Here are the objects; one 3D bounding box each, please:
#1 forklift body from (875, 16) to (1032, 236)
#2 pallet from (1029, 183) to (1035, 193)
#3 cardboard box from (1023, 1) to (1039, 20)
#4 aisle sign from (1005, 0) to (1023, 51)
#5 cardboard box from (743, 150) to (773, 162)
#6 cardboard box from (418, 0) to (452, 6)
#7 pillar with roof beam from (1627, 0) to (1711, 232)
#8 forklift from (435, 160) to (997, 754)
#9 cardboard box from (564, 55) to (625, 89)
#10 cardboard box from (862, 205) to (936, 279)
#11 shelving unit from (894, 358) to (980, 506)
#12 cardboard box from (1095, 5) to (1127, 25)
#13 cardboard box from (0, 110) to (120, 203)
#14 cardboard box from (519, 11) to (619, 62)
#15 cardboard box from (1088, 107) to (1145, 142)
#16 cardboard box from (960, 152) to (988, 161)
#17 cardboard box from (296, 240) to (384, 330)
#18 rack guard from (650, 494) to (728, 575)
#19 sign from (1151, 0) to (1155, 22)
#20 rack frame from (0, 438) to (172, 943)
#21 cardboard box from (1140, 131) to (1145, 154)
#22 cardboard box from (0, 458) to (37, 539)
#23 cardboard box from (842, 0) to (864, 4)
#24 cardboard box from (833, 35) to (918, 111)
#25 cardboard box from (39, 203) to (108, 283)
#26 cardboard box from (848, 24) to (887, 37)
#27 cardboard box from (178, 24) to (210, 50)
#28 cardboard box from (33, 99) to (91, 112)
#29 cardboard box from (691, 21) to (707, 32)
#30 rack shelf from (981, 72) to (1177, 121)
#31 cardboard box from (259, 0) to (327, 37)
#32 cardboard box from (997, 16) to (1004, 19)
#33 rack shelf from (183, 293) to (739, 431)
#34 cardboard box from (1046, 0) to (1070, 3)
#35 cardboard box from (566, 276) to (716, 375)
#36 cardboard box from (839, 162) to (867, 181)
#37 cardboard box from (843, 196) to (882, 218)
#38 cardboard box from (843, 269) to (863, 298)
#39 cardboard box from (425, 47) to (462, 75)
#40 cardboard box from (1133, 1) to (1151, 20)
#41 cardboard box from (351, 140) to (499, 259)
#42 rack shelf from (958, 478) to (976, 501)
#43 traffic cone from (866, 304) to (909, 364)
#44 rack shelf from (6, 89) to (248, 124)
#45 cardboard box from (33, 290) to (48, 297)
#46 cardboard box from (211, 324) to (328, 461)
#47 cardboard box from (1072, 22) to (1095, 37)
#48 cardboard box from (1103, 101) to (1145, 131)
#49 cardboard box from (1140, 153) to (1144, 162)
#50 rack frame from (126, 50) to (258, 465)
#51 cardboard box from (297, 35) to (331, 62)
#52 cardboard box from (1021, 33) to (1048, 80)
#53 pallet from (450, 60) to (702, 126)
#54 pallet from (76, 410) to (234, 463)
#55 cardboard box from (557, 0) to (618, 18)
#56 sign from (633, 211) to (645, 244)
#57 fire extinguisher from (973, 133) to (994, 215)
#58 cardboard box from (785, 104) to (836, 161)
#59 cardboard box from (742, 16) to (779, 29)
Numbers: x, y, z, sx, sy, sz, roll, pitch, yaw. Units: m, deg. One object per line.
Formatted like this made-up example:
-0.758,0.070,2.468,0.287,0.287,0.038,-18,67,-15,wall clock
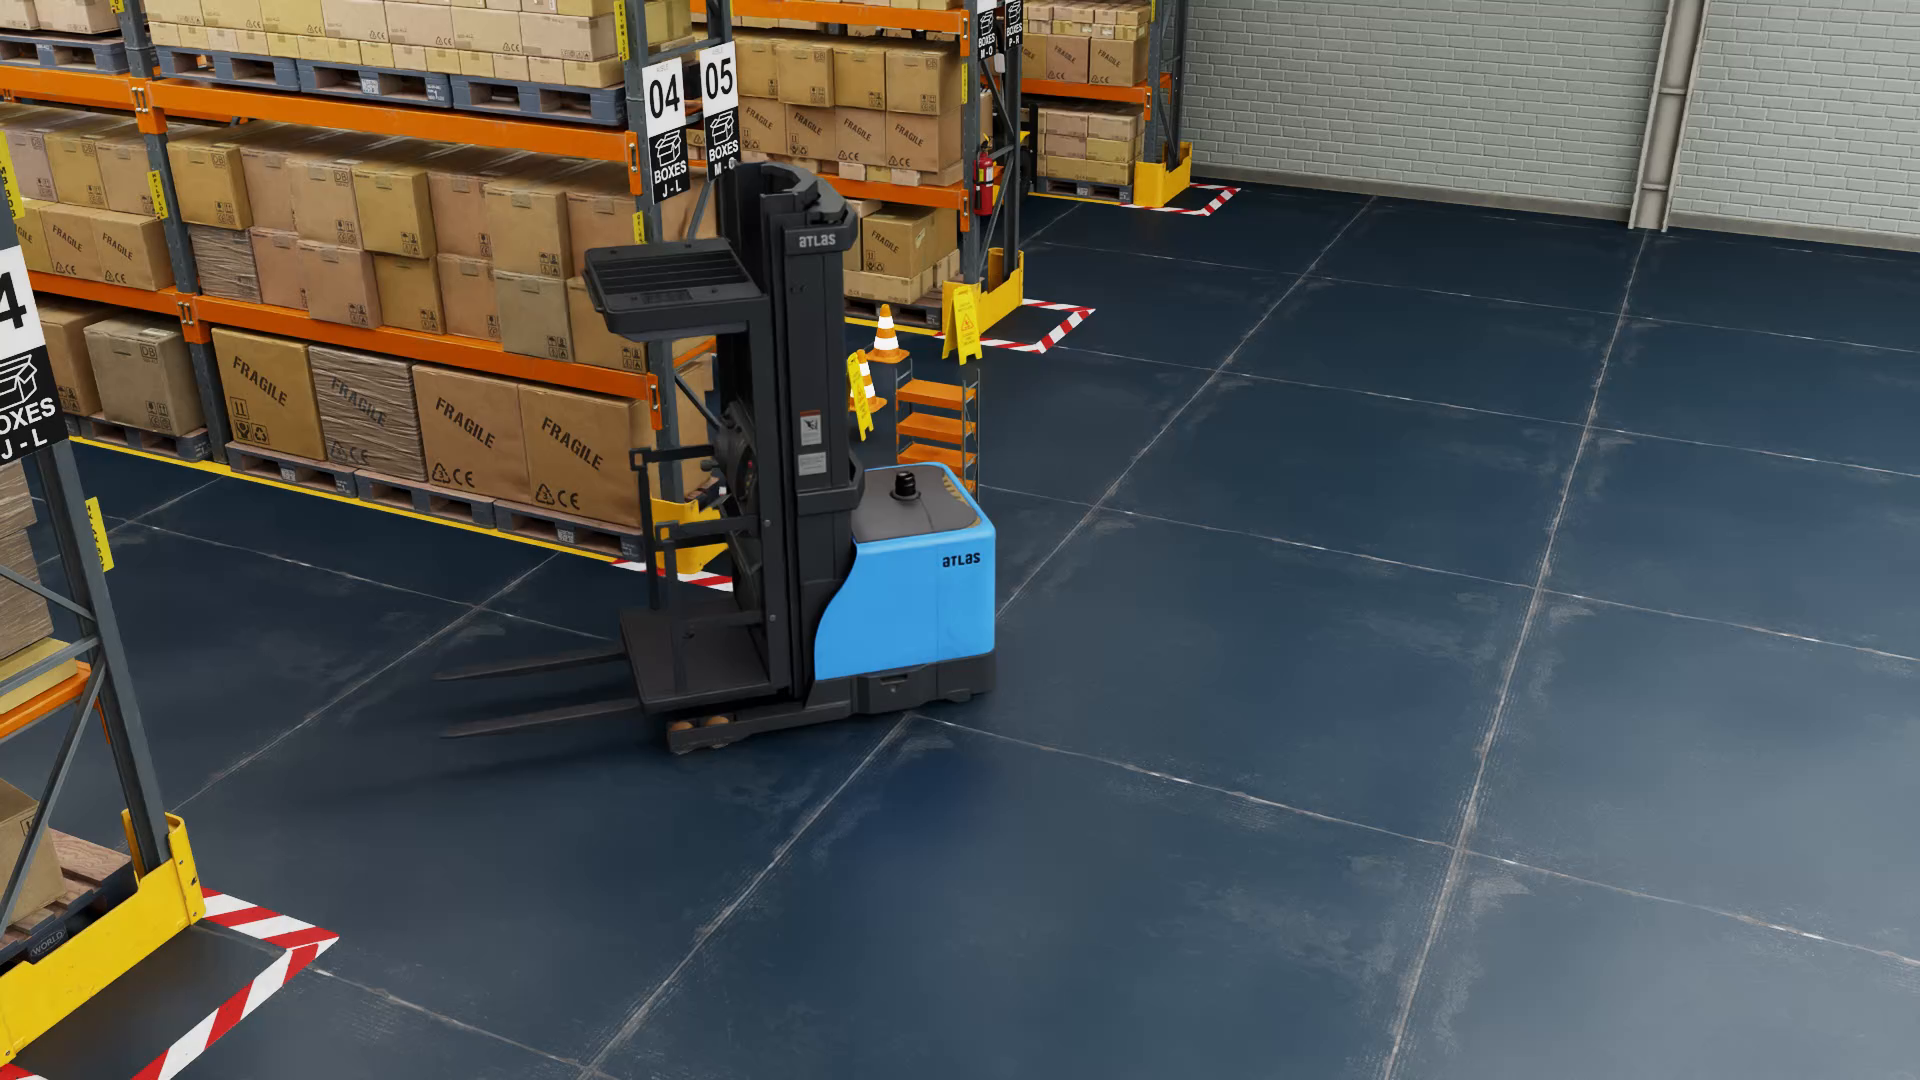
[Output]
-0.143,-4.620,18.199,1.214,2.155,2.313,11,28,22,forklift body
0.519,-4.483,20.117,1.213,0.211,1.003,11,28,22,pallet
0.722,-6.031,18.919,0.250,0.149,0.380,12,29,23,cardboard box
0.472,-4.671,14.398,0.004,0.787,0.394,11,28,22,aisle sign
-1.798,-3.551,15.351,0.250,0.149,0.380,11,28,22,cardboard box
-3.040,-3.318,9.990,0.250,0.149,0.380,11,28,22,cardboard box
5.758,-5.741,12.723,0.400,9.000,9.100,11,28,22,pillar with roof beam
-1.369,-0.430,8.804,3.031,2.935,1.130,-8,27,-16,forklift
-2.113,-2.773,9.787,0.250,0.149,0.380,11,28,22,cardboard box
-0.550,-2.724,15.176,0.500,0.500,0.500,12,28,22,cardboard box
-0.151,-0.569,11.046,0.503,1.200,0.258,11,28,22,shelving unit
1.688,-5.870,18.593,0.250,0.149,0.380,11,28,22,cardboard box
-6.694,-2.881,12.462,0.500,0.500,0.700,12,28,22,cardboard box
-2.231,-3.005,9.806,0.500,0.250,0.500,12,29,22,cardboard box
1.790,-4.750,19.007,0.500,0.250,0.500,12,29,24,cardboard box
0.064,-3.424,15.093,0.250,0.149,0.380,11,28,22,cardboard box
-4.017,-1.881,11.505,0.550,0.550,0.875,11,28,22,cardboard box
-1.648,-0.257,11.205,0.348,0.500,1.175,11,28,22,rack guard
2.101,-5.798,18.051,0.005,0.325,0.100,11,28,22,sign
-3.815,0.593,6.649,0.127,3.000,1.000,11,28,22,rack frame
1.997,-4.736,19.546,0.500,0.250,0.500,12,29,23,cardboard box
-4.203,-0.244,6.767,0.500,0.500,0.500,11,28,22,cardboard box
-0.824,-4.745,14.380,0.250,0.149,0.380,12,28,22,cardboard box
-0.726,-4.119,14.639,0.500,0.500,0.700,12,29,22,cardboard box
-6.356,-2.239,12.289,0.500,0.500,0.500,11,28,21,cardboard box
-1.007,-5.978,19.883,0.500,0.500,0.500,11,28,20,cardboard box
-4.884,-3.330,10.918,0.250,0.149,0.380,11,28,22,cardboard box
-10.039,-4.739,19.410,0.875,0.875,0.875,12,29,23,cardboard box
-2.587,-4.480,15.371,0.500,0.500,0.700,12,28,22,cardboard box
0.518,-5.431,19.699,4.000,0.370,1.077,11,28,22,rack shelf
-4.062,-3.373,10.554,0.500,0.250,0.500,11,28,21,cardboard box
0.539,-5.981,19.155,0.250,0.149,0.380,11,28,21,cardboard box
-3.490,-1.425,11.564,4.000,0.370,1.077,11,28,22,rack shelf
1.182,-6.198,19.258,0.250,0.149,0.380,12,29,23,cardboard box
-2.026,-1.499,10.730,0.550,0.550,0.875,11,28,22,cardboard box
-0.889,-3.353,14.949,0.250,0.149,0.380,12,29,23,cardboard box
-0.912,-3.055,15.114,0.250,0.149,0.380,12,29,23,cardboard box
-1.028,-2.484,15.536,0.500,0.250,0.500,11,28,22,cardboard box
-3.039,-2.959,10.165,0.250,0.149,0.380,11,28,21,cardboard box
2.121,-6.004,18.865,0.250,0.149,0.380,11,28,21,cardboard box
-3.520,-2.283,11.098,0.500,0.550,0.875,11,28,22,cardboard box
-0.151,-0.330,11.164,0.480,0.148,0.258,11,28,22,rack shelf
-0.638,-1.813,14.409,0.334,0.463,0.336,11,28,22,traffic cone
-8.816,-4.897,18.615,4.000,0.370,1.077,11,28,22,rack shelf
-7.638,-1.718,13.416,0.750,0.750,1.050,12,29,23,cardboard box
-4.767,-1.206,12.233,0.875,0.875,0.875,12,29,23,cardboard box
1.451,-5.781,18.749,0.250,0.149,0.380,12,29,23,cardboard box
1.980,-4.955,19.424,0.500,0.250,0.500,11,28,21,cardboard box
1.973,-4.511,19.654,0.500,0.250,0.500,11,28,22,cardboard box
-5.311,-2.114,12.148,0.127,3.000,1.000,11,28,22,rack frame
-3.960,-3.145,10.541,0.250,0.149,0.380,11,28,22,cardboard box
0.847,-5.609,19.134,0.500,0.500,0.500,11,28,21,cardboard box
-2.349,-2.820,10.286,1.213,0.211,1.003,11,28,22,pallet
-6.044,-0.974,12.988,1.213,0.211,1.003,11,28,22,pallet
-2.117,-3.132,9.612,0.250,0.149,0.380,12,29,22,cardboard box
-1.907,-1.793,9.916,0.005,0.325,0.100,11,28,22,sign
0.201,-3.150,14.340,0.183,0.674,0.296,11,28,22,fire extinguisher
-1.229,-3.744,15.009,0.500,0.500,0.500,11,28,22,cardboard box
-2.327,-6.354,20.364,0.500,0.250,0.500,11,28,20,cardboard box
